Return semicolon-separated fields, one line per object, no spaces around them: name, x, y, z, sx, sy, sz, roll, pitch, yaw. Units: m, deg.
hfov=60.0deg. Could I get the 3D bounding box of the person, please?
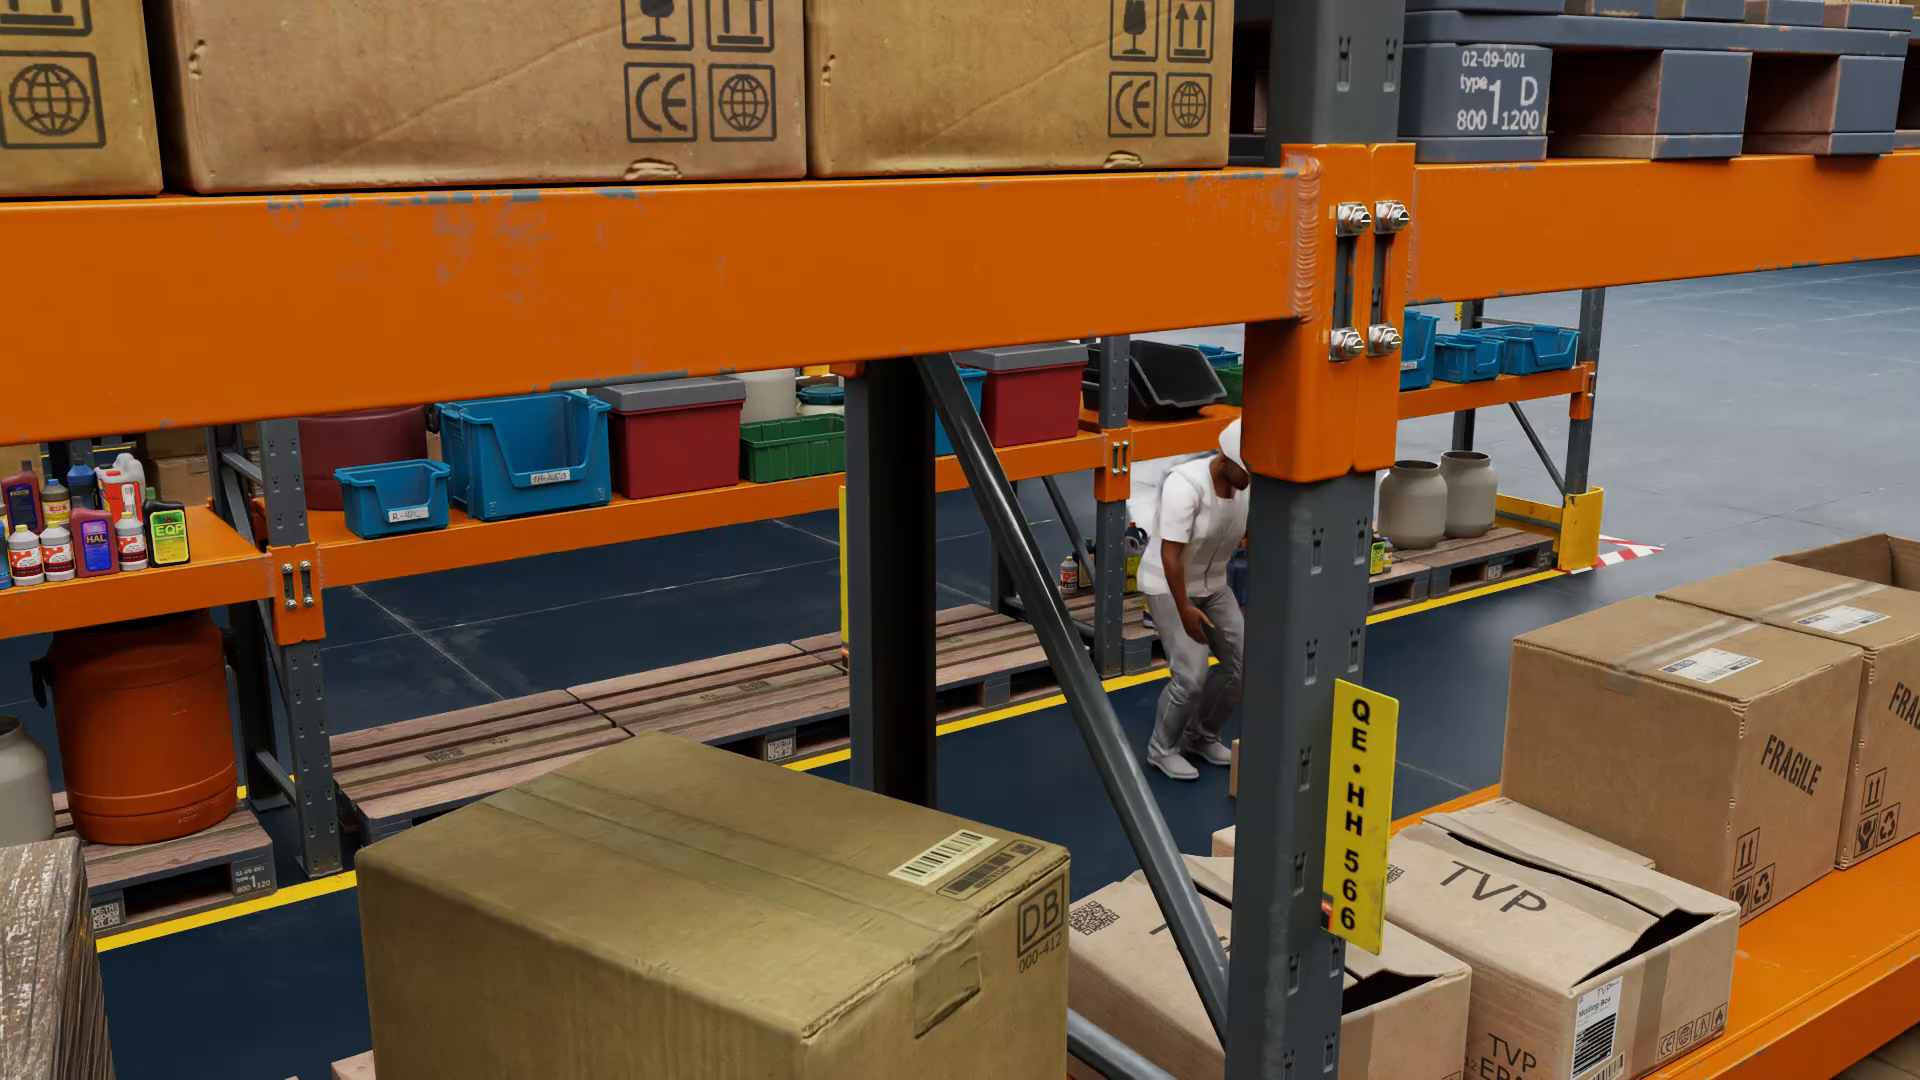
person;1.105;0.239;7.342;0.616;1.613;0.599;-10;17;-34
